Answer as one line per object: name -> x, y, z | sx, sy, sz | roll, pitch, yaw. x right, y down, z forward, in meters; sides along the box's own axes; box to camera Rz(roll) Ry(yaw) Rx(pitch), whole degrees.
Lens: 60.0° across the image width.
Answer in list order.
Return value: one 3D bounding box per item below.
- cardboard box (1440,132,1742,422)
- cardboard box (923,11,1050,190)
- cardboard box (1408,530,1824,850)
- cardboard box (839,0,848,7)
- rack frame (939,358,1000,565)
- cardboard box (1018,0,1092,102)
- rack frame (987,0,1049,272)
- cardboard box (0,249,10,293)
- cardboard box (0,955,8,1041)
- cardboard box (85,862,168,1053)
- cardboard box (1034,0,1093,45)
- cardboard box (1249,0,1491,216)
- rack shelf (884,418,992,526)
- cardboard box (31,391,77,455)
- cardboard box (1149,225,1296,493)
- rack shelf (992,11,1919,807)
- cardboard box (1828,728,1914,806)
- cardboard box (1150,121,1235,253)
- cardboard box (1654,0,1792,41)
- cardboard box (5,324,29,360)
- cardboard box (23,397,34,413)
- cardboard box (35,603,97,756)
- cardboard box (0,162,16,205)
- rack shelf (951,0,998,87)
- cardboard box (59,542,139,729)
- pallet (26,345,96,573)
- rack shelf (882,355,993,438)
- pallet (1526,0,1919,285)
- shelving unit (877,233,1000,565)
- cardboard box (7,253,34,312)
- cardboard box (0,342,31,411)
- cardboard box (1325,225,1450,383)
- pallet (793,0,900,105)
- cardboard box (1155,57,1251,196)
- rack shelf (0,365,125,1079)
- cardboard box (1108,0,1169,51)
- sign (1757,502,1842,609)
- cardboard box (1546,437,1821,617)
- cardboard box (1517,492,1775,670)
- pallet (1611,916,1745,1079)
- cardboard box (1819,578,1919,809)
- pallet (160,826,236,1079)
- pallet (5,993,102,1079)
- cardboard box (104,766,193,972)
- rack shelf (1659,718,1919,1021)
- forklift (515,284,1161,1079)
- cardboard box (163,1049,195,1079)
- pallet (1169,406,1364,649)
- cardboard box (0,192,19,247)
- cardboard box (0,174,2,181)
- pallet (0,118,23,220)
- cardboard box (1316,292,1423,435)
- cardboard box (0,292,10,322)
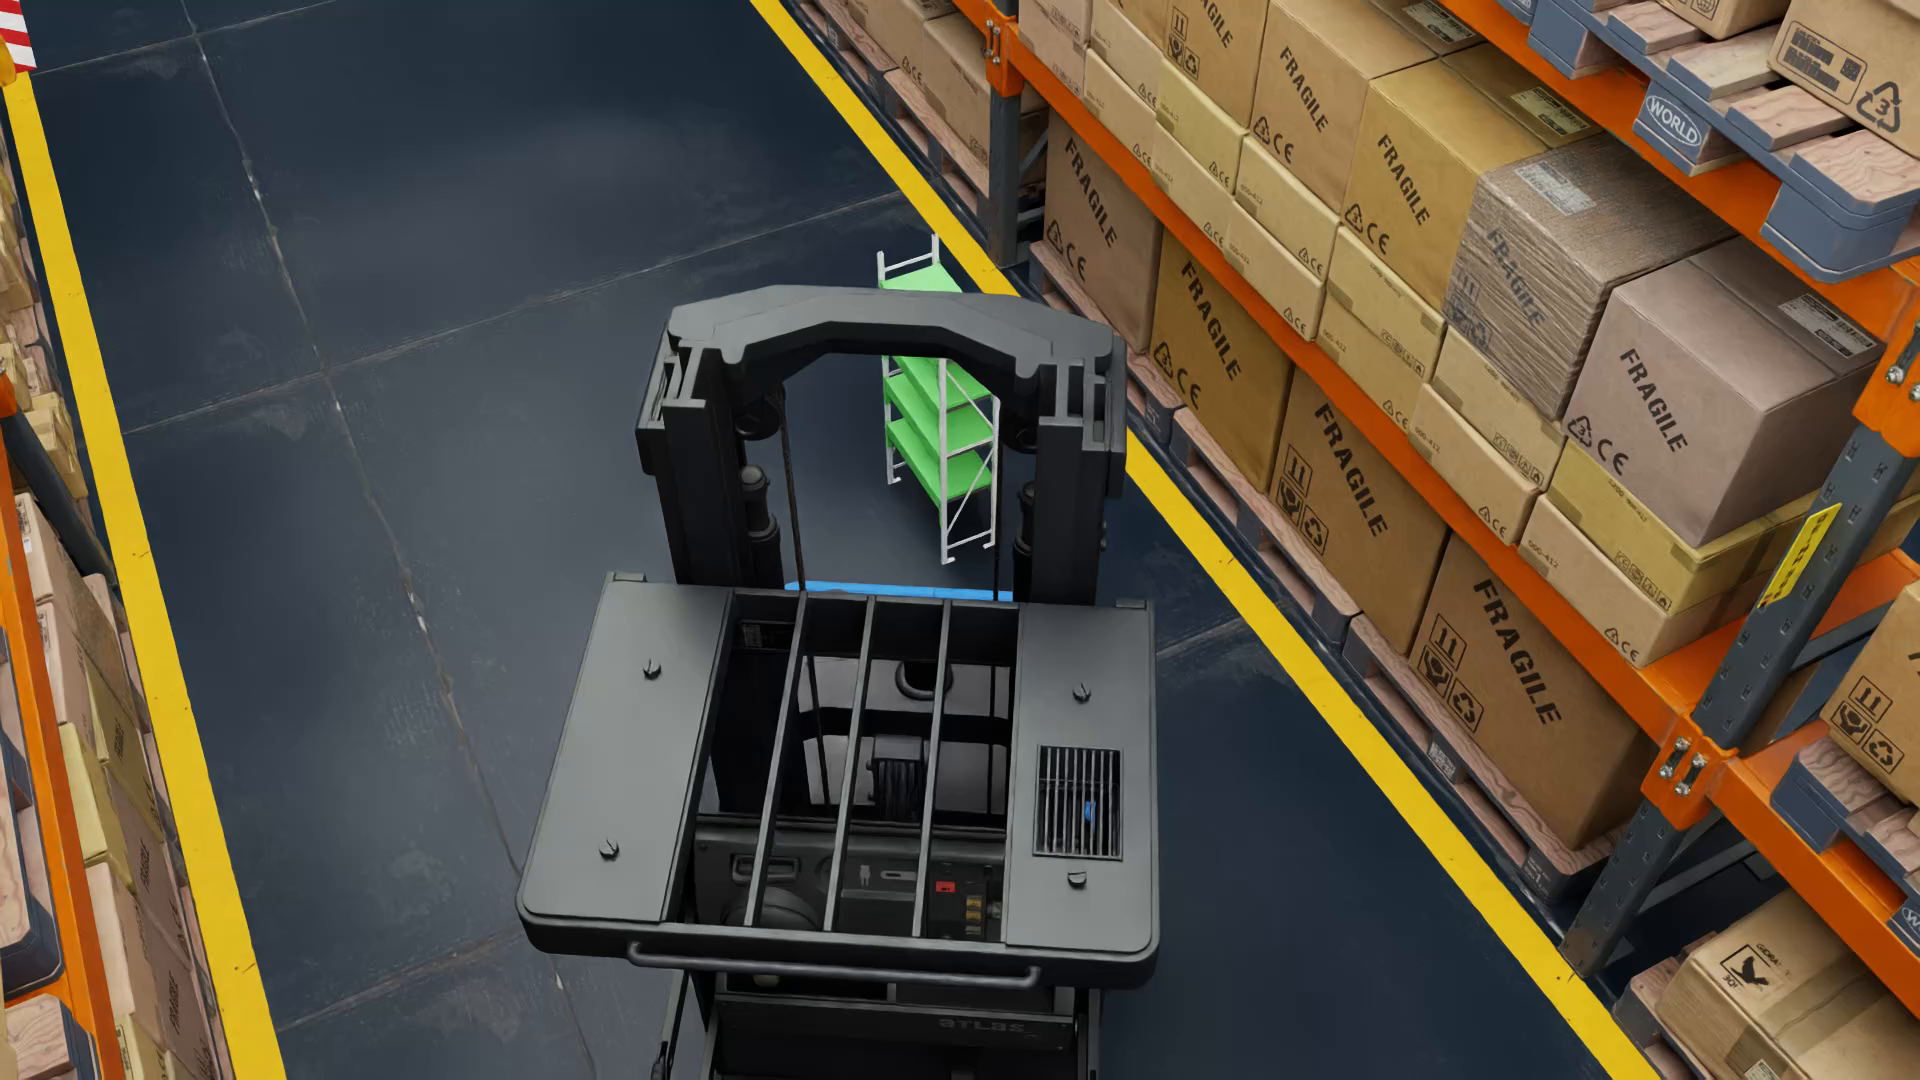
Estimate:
cardboard box -> 1.720, -0.731, 4.559 | 0.500, 0.500, 0.500 | -20, 52, -17
cardboard box -> 0.409, -2.202, 7.999 | 0.875, 0.438, 0.875 | -22, 52, -18
cardboard box -> 2.189, 0.298, 5.522 | 0.875, 0.875, 0.875 | -22, 52, -18
cardboard box -> -0.412, -3.405, 9.051 | 0.875, 0.438, 0.875 | -20, 52, -17
rack frame -> 0.036, -0.342, 6.145 | 0.240, 1.200, 0.015 | -21, 52, -18
cardboard box -> 0.568, -2.015, 6.512 | 0.500, 0.250, 0.500 | -22, 52, -18
rack frame -> 0.601, -2.450, 6.792 | 1.000, 3.000, 0.127 | -21, 52, -18
cardboard box -> -4.144, -1.097, 6.829 | 0.380, 0.149, 0.250 | -20, 52, -17
cardboard box -> -2.321, 1.036, 3.632 | 0.380, 0.149, 0.250 | -19, 51, -16
cardboard box -> -2.471, 1.218, 4.468 | 0.500, 0.250, 0.500 | -21, 52, -17
cardboard box -> 0.551, -2.173, 6.318 | 0.500, 0.250, 0.500 | -23, 53, -19
cardboard box -> 1.274, -1.407, 5.150 | 0.500, 0.500, 0.500 | -22, 52, -18
rack shelf -> -0.076, -0.306, 6.517 | 0.258, 0.148, 0.480 | -21, 52, -18
cardboard box -> -3.757, -0.409, 6.623 | 0.380, 0.149, 0.250 | -20, 52, -16
cardboard box -> 1.376, -0.899, 6.569 | 0.875, 0.875, 0.875 | -20, 52, -16
rack shelf -> 1.516, -0.874, 5.892 | 1.077, 0.370, 4.000 | -21, 52, -18
cardboard box -> 2.415, 0.454, 4.141 | 0.380, 0.149, 0.250 | -24, 53, -20
cardboard box -> 1.026, -1.321, 5.904 | 0.500, 0.250, 0.500 | -22, 52, -18
cardboard box -> 1.809, -1.528, 3.648 | 0.700, 0.500, 0.500 | -24, 53, -19
cardboard box -> -4.077, -0.710, 6.886 | 0.380, 0.149, 0.250 | -22, 52, -18
cardboard box -> -3.831, -0.466, 6.475 | 0.380, 0.149, 0.250 | -21, 52, -17
cardboard box -> -2.965, 0.521, 5.078 | 0.500, 0.250, 0.500 | -19, 51, -16
cardboard box -> -4.609, -1.620, 7.682 | 0.380, 0.149, 0.250 | -23, 53, -19
rack shelf -> -0.314, -3.551, 8.234 | 1.077, 0.370, 4.000 | -21, 52, -18
cardboard box -> -3.192, 0.416, 5.667 | 0.500, 0.500, 0.500 | -22, 52, -18
pallet -> -4.093, -0.196, 6.674 | 1.003, 0.211, 1.213 | -21, 52, -18
rack shelf -> -0.076, -0.622, 6.155 | 0.258, 0.148, 0.480 | -21, 52, -18
pallet -> 2.089, -1.110, 3.754 | 1.213, 0.211, 1.003 | -19, 51, -16
shelving unit -> -0.076, -0.506, 6.288 | 0.258, 1.200, 0.503 | -21, 52, -18
cardboard box -> -4.265, -1.085, 7.214 | 0.380, 0.149, 0.250 | -22, 53, -18
cardboard box -> -3.801, -0.579, 6.376 | 0.380, 0.149, 0.250 | -19, 51, -16
cardboard box -> 1.493, -0.802, 5.119 | 0.500, 0.250, 0.500 | -22, 53, -18
pallet -> -0.240, -2.885, 9.026 | 1.003, 0.211, 1.213 | -21, 52, -18
cardboard box -> 1.022, -1.487, 5.718 | 0.500, 0.250, 0.500 | -21, 52, -17
rack shelf -> -2.839, 0.898, 4.342 | 1.077, 0.370, 4.000 | -21, 52, -18
cardboard box -> 0.804, -2.087, 5.745 | 0.500, 0.500, 0.500 | -21, 52, -18
sign -> 1.939, 0.040, 3.846 | 0.100, 0.325, 0.005 | -21, 52, -18
cardboard box -> 1.984, -0.124, 4.526 | 0.500, 0.250, 0.500 | -21, 52, -18
cardboard box -> 1.969, 0.028, 4.725 | 0.500, 0.250, 0.500 | -23, 53, -19
pallet -> 2.788, 1.669, 5.043 | 1.003, 0.211, 1.213 | -21, 52, -18
cardboard box -> 2.431, 0.339, 3.810 | 0.500, 0.500, 0.500 | -23, 53, -19
pallet -> -2.834, 1.579, 5.121 | 1.003, 0.211, 1.213 | -21, 52, -18
pallet -> -2.345, 1.623, 3.358 | 1.213, 0.211, 1.003 | -21, 52, -18
cardboard box -> -2.726, 1.105, 5.065 | 0.500, 0.500, 0.500 | -22, 52, -18
rack shelf -> 3.346, 1.803, 3.551 | 1.077, 0.370, 4.000 | -21, 52, -18
forklift -> -0.180, 0.995, 3.825 | 1.130, 2.935, 3.031 | 3, 49, 3
cardboard box -> -2.254, 1.788, 4.467 | 0.500, 0.500, 0.500 | -21, 52, -17
pallet -> 1.583, -0.224, 6.698 | 1.003, 0.211, 1.213 | -21, 52, -18
cardboard box -> -4.350, -1.355, 7.252 | 0.380, 0.149, 0.250 | -21, 52, -17
cardboard box -> -4.602, -1.707, 7.561 | 0.380, 0.149, 0.250 | -20, 52, -17
pallet -> -5.210, -1.829, 8.102 | 1.003, 0.211, 1.213 | -21, 52, -18
cardboard box -> 1.505, -0.651, 5.319 | 0.500, 0.250, 0.500 | -22, 52, -18
cardboard box -> -4.201, -0.990, 6.933 | 0.380, 0.149, 0.250 | -19, 51, -16
